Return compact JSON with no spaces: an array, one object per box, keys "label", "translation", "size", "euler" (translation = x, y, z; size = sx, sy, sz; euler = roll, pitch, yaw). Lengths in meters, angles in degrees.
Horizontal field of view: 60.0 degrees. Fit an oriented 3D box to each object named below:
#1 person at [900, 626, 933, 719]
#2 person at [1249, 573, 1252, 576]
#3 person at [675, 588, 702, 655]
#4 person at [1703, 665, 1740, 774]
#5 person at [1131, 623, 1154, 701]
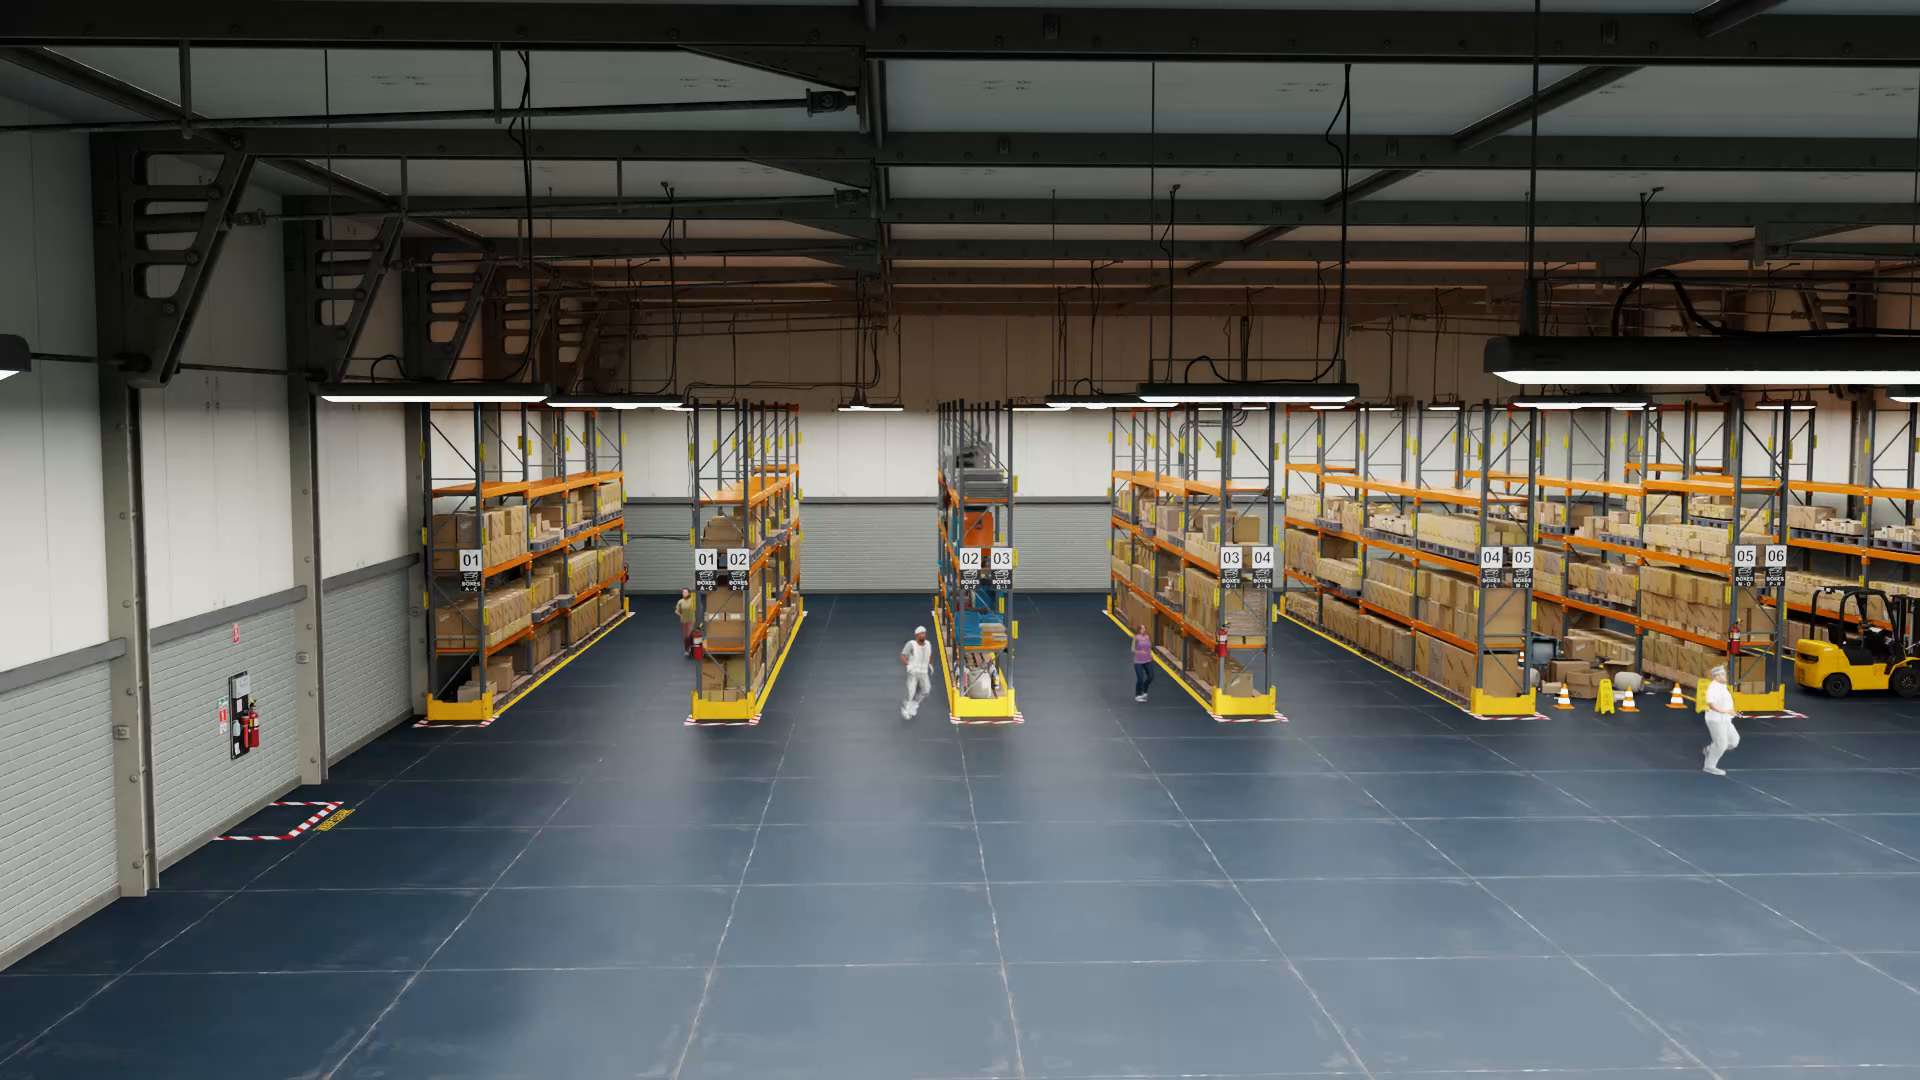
[{"label":"person","translation":[-0.758,2.487,31.235],"size":[0.742,1.723,0.542],"euler":[-2,5,-28]},{"label":"person","translation":[8.591,1.160,48.872],"size":[0.559,1.690,0.785],"euler":[0,4,0]},{"label":"person","translation":[-6.391,1.932,39.128],"size":[0.596,1.622,0.716],"euler":[0,4,2]},{"label":"person","translation":[12.098,2.850,26.419],"size":[0.591,1.743,0.658],"euler":[4,6,40]},{"label":"person","translation":[3.637,2.435,32.894],"size":[0.519,1.552,0.580],"euler":[-2,5,-19]}]
